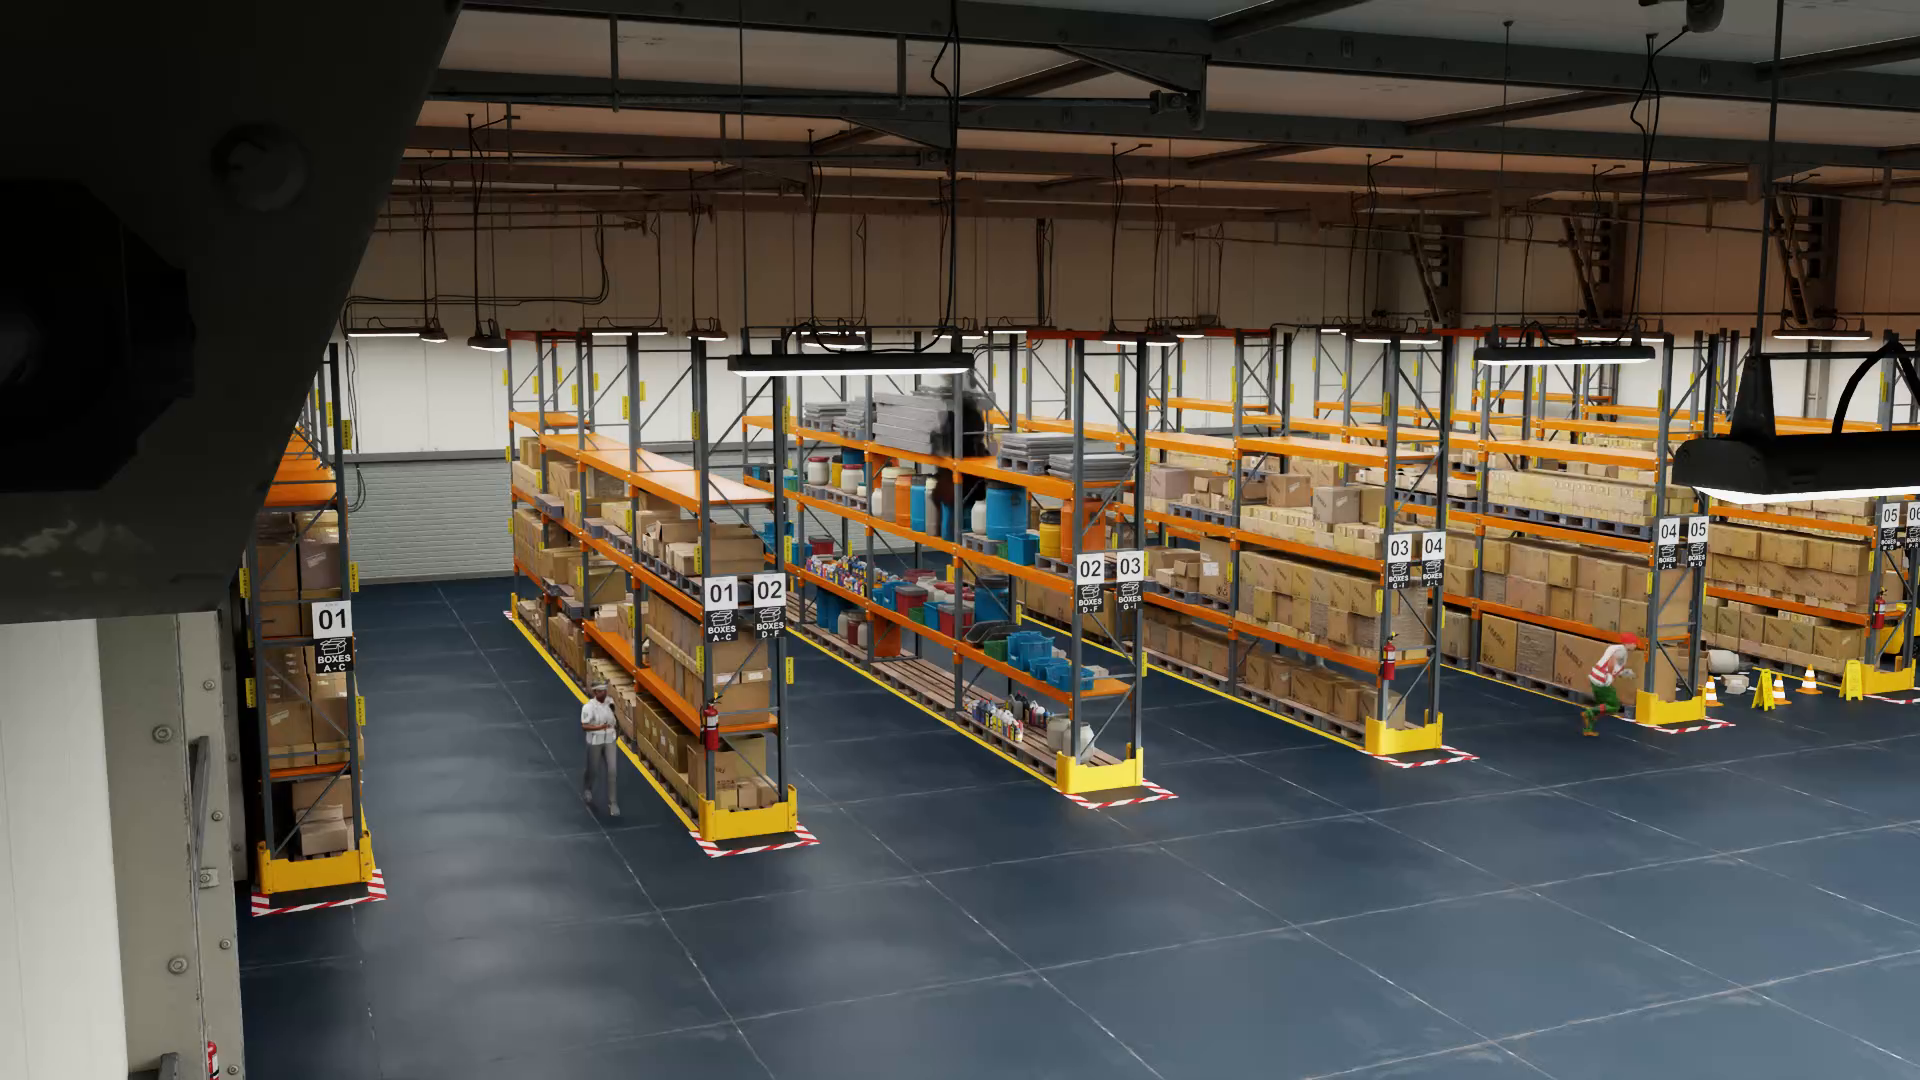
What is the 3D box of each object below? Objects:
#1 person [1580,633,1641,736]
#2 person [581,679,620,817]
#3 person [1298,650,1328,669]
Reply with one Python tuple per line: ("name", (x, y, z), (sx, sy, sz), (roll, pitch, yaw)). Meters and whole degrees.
("person", (9.731, 2.175, 24.885), (0.826, 1.592, 0.694), (0, 8, 3))
("person", (-4.601, 2.595, 21.241), (0.557, 1.716, 0.901), (-5, 9, -33))
("person", (6.424, 1.432, 29.776), (0.676, 1.753, 0.653), (-4, 9, -29))
